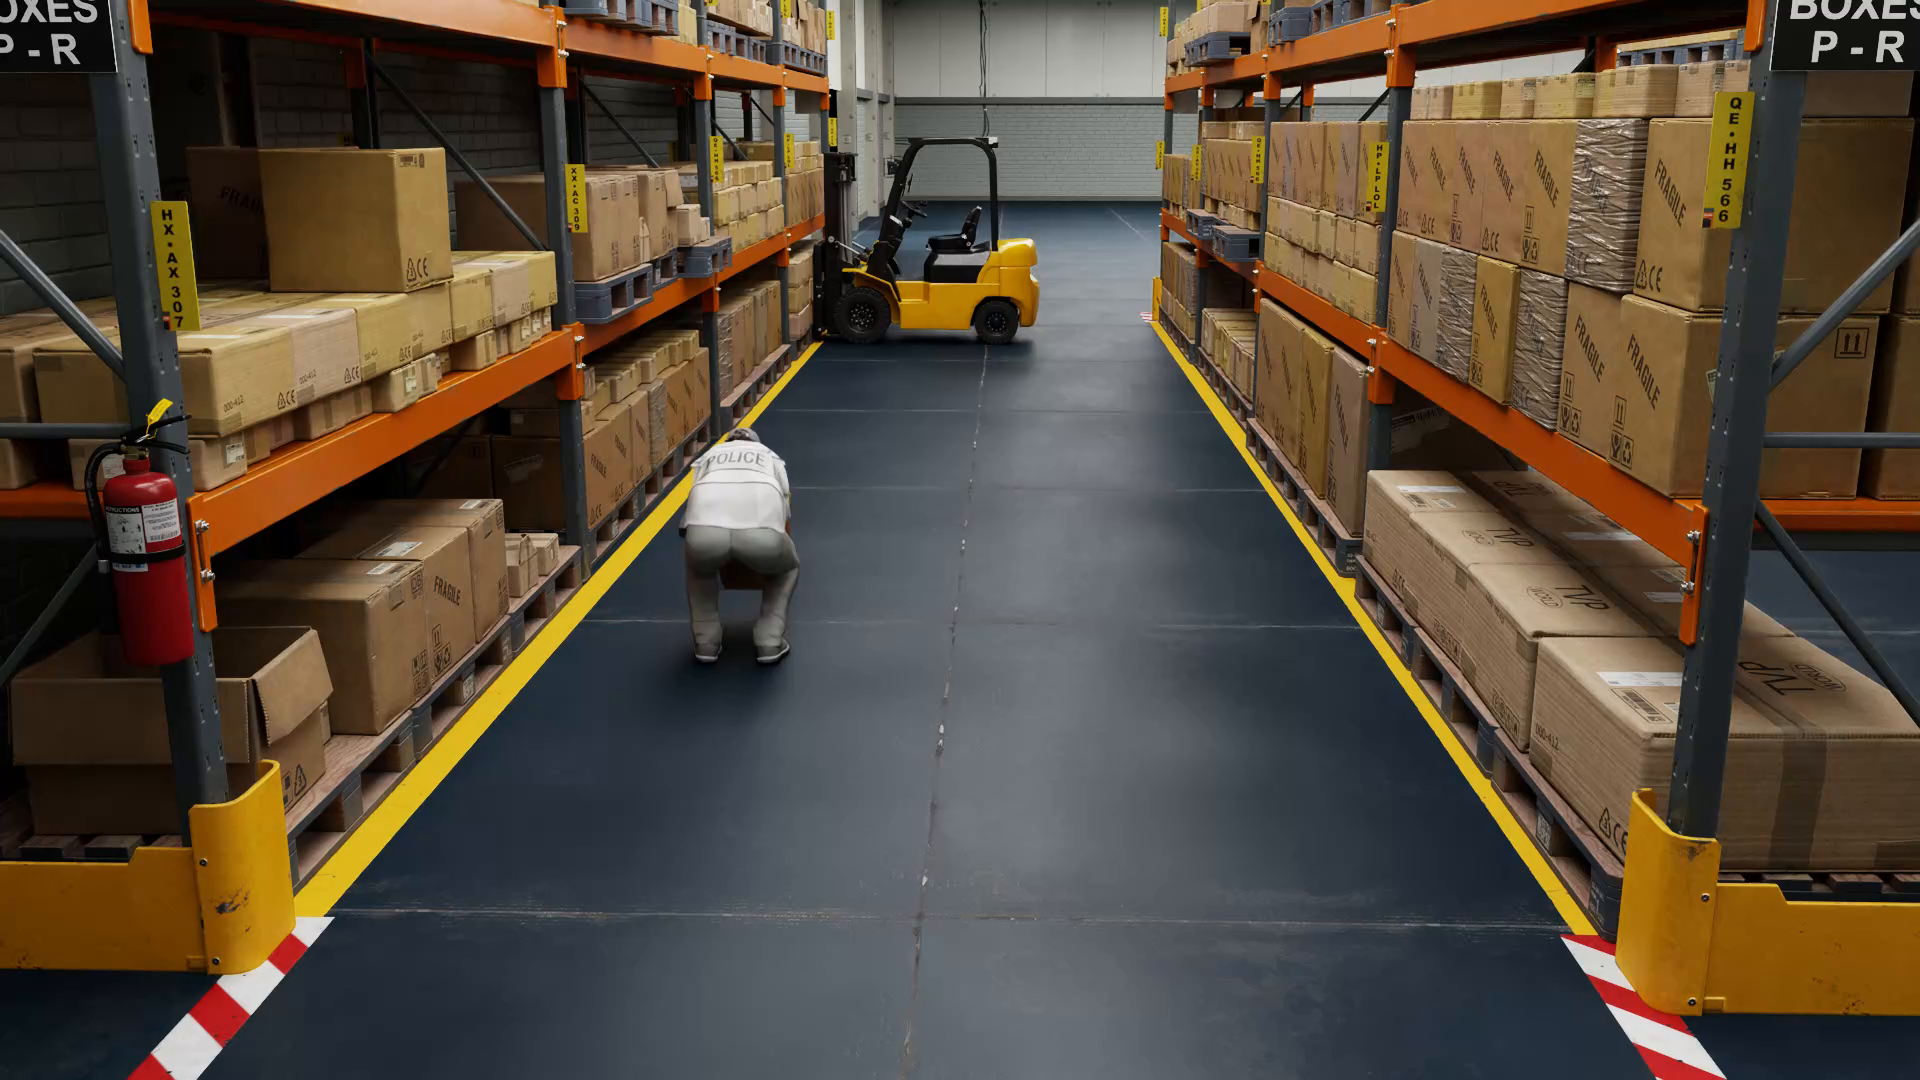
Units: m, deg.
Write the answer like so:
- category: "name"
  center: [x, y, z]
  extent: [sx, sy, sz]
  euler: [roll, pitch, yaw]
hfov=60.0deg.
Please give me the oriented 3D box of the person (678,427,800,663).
- category: "person"
  center: [-0.976, 0.027, 7.392]
  extent: [0.521, 0.943, 0.921]
  euler: [0, 14, -1]
